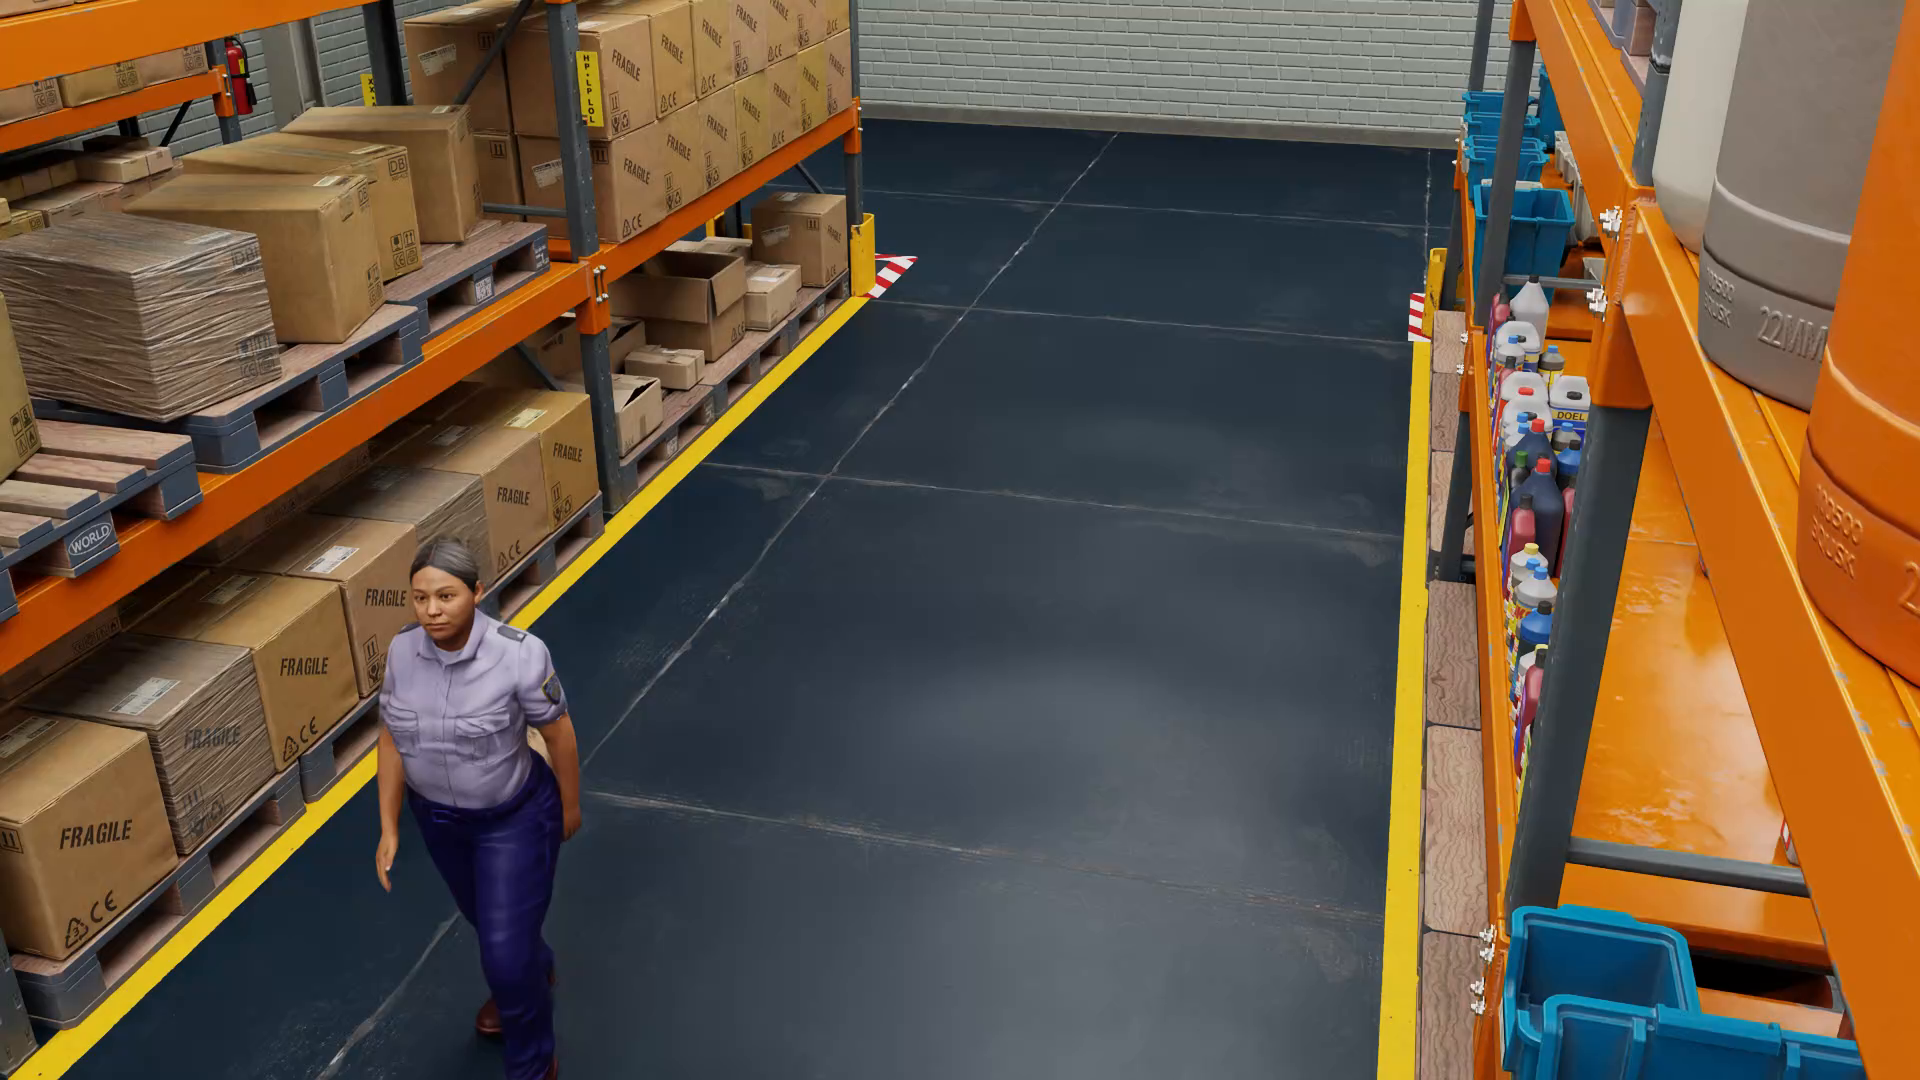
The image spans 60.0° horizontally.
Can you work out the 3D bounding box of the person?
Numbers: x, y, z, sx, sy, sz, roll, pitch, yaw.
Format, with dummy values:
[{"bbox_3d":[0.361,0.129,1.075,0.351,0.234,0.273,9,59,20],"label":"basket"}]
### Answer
[{"bbox_3d":[-1.299,0.793,4.512,0.474,1.714,0.622,8,27,16],"label":"person"}]
